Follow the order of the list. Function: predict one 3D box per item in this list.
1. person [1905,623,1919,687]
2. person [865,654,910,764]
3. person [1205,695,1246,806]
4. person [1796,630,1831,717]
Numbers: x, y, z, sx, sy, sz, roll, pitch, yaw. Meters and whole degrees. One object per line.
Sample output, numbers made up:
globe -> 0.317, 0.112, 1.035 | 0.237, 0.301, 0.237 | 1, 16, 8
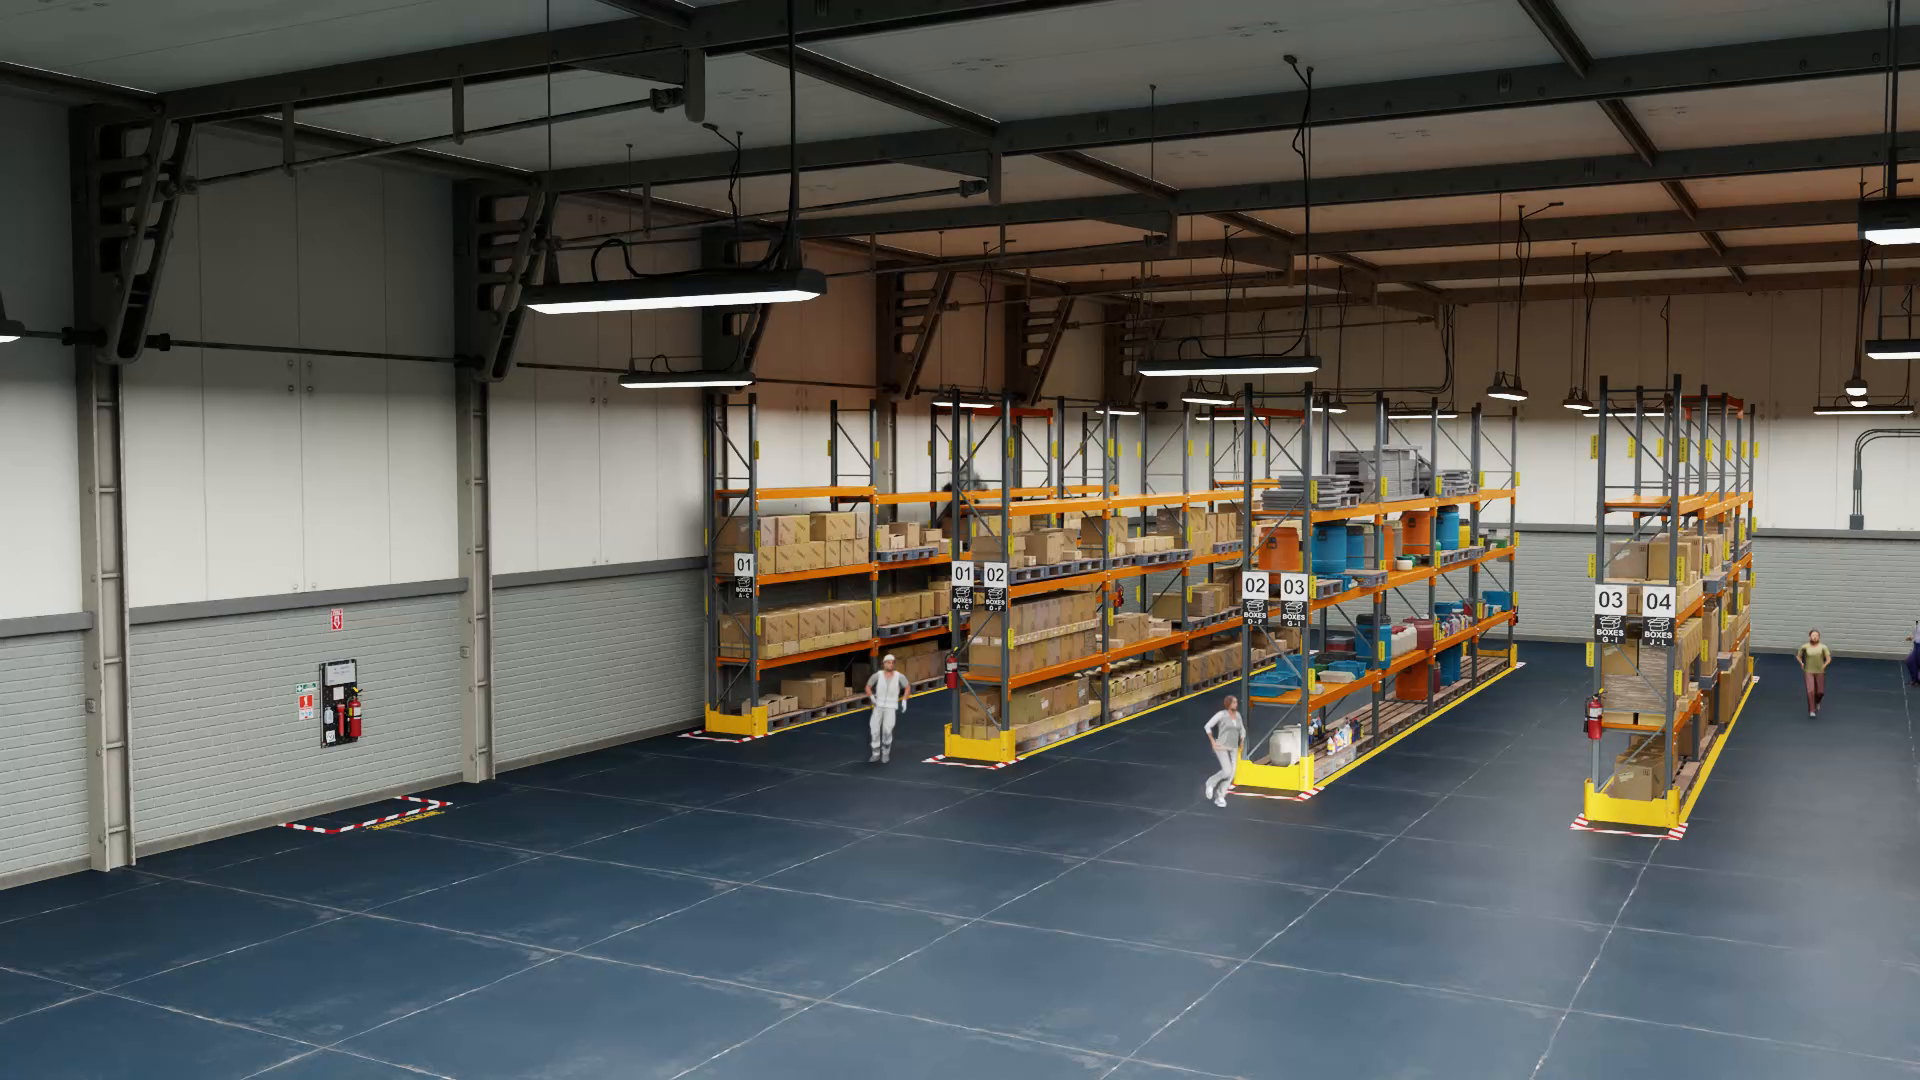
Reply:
person -> 20.289, 2.323, 35.069 | 0.645, 1.662, 0.667 | 0, 3, 8
person -> -1.181, 2.694, 26.578 | 0.708, 1.730, 0.619 | 0, 3, 6
person -> 3.786, 2.969, 23.506 | 0.592, 1.556, 0.487 | -2, 4, -30
person -> 16.065, 2.496, 31.310 | 0.580, 1.620, 0.625 | 1, 3, 24
